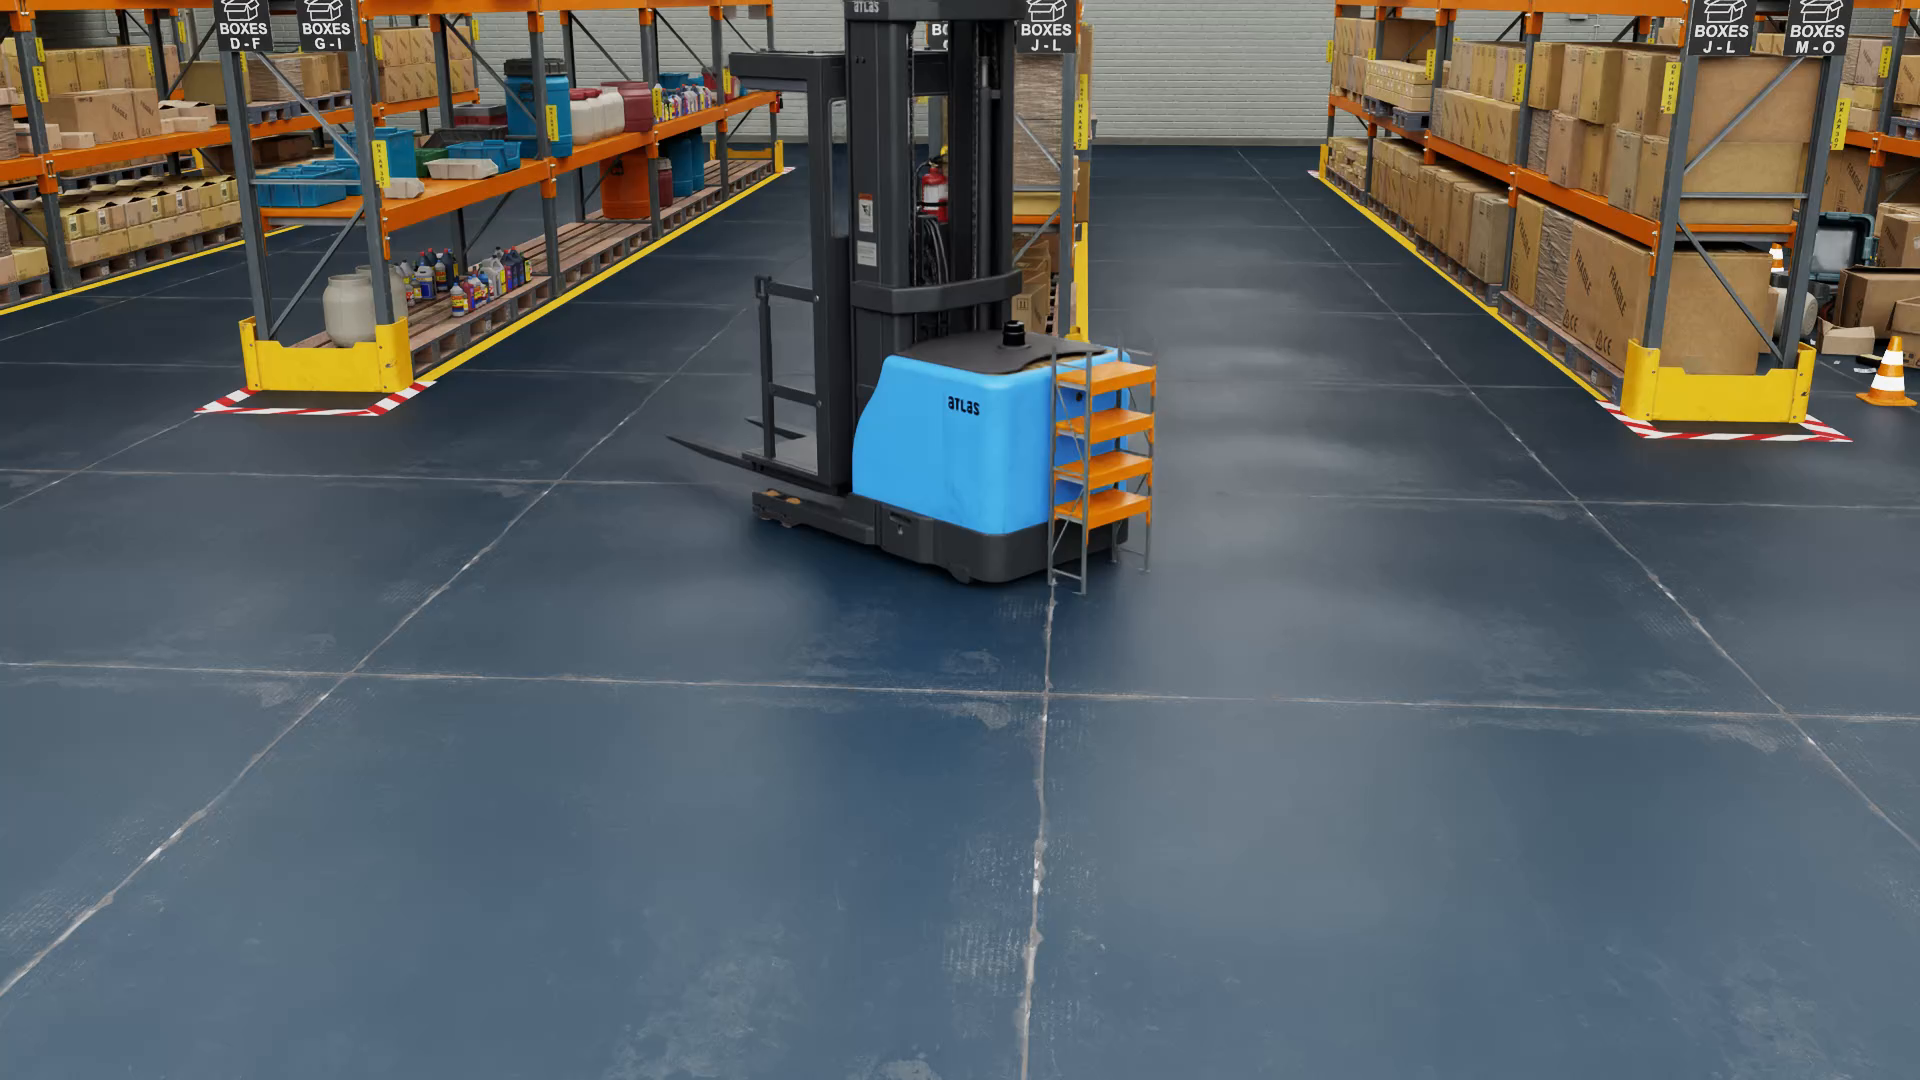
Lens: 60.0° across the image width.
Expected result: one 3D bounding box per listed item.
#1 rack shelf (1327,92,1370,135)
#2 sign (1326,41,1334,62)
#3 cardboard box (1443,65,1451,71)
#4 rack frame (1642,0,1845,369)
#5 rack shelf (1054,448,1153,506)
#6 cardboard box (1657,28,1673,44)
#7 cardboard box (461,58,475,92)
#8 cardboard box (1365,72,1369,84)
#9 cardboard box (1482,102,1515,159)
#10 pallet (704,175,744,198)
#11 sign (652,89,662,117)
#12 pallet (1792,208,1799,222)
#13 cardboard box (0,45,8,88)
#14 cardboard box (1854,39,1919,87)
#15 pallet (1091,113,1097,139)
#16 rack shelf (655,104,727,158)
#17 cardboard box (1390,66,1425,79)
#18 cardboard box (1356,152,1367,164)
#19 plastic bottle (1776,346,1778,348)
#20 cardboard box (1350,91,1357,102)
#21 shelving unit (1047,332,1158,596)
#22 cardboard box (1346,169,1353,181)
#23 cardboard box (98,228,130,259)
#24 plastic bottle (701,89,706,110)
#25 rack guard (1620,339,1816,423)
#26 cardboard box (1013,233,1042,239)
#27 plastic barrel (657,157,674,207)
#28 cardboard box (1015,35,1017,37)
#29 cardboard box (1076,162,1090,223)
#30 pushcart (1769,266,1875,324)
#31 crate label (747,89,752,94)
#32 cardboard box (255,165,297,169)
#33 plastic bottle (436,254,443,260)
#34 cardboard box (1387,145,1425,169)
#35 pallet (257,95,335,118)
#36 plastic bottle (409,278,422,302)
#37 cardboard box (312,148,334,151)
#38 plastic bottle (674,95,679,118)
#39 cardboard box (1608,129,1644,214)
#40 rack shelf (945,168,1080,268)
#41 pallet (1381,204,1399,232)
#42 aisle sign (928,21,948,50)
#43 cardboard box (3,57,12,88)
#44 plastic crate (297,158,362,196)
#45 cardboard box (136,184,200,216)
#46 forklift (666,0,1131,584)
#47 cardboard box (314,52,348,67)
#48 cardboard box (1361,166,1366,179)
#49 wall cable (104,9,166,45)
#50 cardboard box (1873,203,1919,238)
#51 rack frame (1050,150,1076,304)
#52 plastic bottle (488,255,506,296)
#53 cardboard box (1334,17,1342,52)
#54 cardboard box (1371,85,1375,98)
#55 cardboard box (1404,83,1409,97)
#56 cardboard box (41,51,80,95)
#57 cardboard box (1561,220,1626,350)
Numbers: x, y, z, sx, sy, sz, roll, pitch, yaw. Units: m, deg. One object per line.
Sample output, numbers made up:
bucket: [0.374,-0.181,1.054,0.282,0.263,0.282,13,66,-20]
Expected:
rack shelf: [6.226,-6.303,24.497,1.077,0.370,4.000,1,18,4]
sign: [5.829,-7.690,26.183,0.100,0.325,0.005,1,18,4]
cardboard box: [6.137,-5.769,20.486,0.380,0.149,0.250,1,18,3]
rack frame: [5.223,-2.297,11.116,1.000,3.000,0.127,1,18,4]
rack shelf: [0.697,-0.314,8.169,0.480,0.148,0.258,-17,25,-42]
cardboard box: [10.996,-7.567,25.433,0.500,0.500,0.500,1,18,3]
cardboard box: [-8.211,-7.533,26.934,0.500,0.500,0.500,2,18,6]
cardboard box: [5.596,-6.133,22.075,0.380,0.149,0.250,2,18,5]
cardboard box: [5.317,-3.912,15.883,0.500,0.500,0.500,1,18,3]
pallet: [-3.783,-5.181,24.395,1.003,0.211,1.213,1,18,4]
sign: [-3.535,-5.102,19.413,0.100,0.325,0.005,1,18,4]
pallet: [10.963,-3.998,20.786,1.003,0.211,1.213,1,18,4]
cardboard box: [-9.336,-4.430,15.380,0.700,0.500,0.500,1,18,4]
cardboard box: [10.517,-5.392,18.793,0.500,0.500,0.500,1,18,2]
pallet: [0.912,-4.609,18.479,1.213,0.211,1.003,1,18,4]
rack shelf: [-3.940,-5.314,21.477,1.077,0.370,4.000,1,18,4]
cardboard box: [5.469,-5.708,20.301,0.380,0.149,0.250,2,18,7]
cardboard box: [5.838,-5.425,23.612,0.380,0.149,0.250,1,18,3]
plastic bottle: [6.800,-1.552,13.561,0.283,0.061,0.133,-5,19,-15]
cardboard box: [5.910,-6.486,24.302,0.380,0.149,0.250,2,18,5]
shelving unit: [0.697,-0.377,8.148,0.503,1.200,0.258,-17,25,-42]
cardboard box: [5.845,-5.320,24.244,0.380,0.149,0.250,1,18,4]
cardboard box: [-8.997,-3.075,17.232,0.500,0.250,0.500,2,18,5]
plastic bottle: [-3.529,-5.974,22.538,0.152,0.276,0.135,1,18,4]
rack guard: [5.221,-1.102,11.482,1.175,0.500,0.348,1,18,4]
cardboard box: [0.501,-2.570,15.288,0.500,0.500,0.500,1,18,2]
plastic barrel: [-3.985,-4.591,21.315,0.600,0.588,0.708,1,18,4]
cardboard box: [0.249,-4.056,14.240,0.500,0.500,0.500,1,18,4]
cardboard box: [0.927,-4.327,20.050,1.225,0.875,0.875,0,18,1]
pushcart: [8.176,-2.249,15.182,1.648,0.377,0.936,-5,19,-15]
crate label: [-3.419,-6.988,25.759,0.396,0.136,0.243,1,18,4]
cardboard box: [-8.675,-4.465,21.040,0.500,0.500,0.500,1,18,2]
plastic bottle: [-4.827,-2.516,15.453,0.152,0.276,0.135,2,18,6]
cardboard box: [5.690,-4.845,21.026,0.500,0.250,0.500,2,18,6]
pallet: [-8.889,-5.659,21.684,1.003,0.211,1.213,1,18,4]
plastic bottle: [-4.776,-2.192,14.584,0.097,0.201,0.097,0,18,0]
cardboard box: [-9.015,-5.265,23.481,0.500,0.500,0.500,0,18,1]
plastic bottle: [-3.612,-5.494,21.080,0.097,0.271,0.097,0,18,0]
cardboard box: [5.222,-2.656,11.970,0.875,0.550,0.550,1,18,4]
rack shelf: [0.426,-2.718,13.557,1.077,0.370,4.000,1,18,4]
pallet: [5.944,-4.077,21.026,1.003,0.211,1.213,1,18,4]
aisle sign: [-0.021,-3.662,11.106,0.394,0.787,0.004,1,18,4]
cardboard box: [-13.487,-6.388,22.932,0.500,0.500,0.500,1,18,4]
plastic crate: [-4.868,-2.843,13.020,0.499,0.251,0.408,1,18,4]
cardboard box: [-8.886,-3.819,18.601,0.500,0.311,0.500,1,18,4]
forklift: [-0.508,-1.556,8.964,1.130,2.935,3.031,-17,25,-41]
cardboard box: [-8.959,-7.074,23.927,0.500,0.500,0.500,1,18,4]
cardboard box: [5.789,-5.115,23.142,0.380,0.149,0.250,2,18,5]
wall cable: [-14.244,-8.642,28.847,0.084,1.984,1.851,1,18,4]
cardboard box: [10.690,-3.478,18.266,0.950,0.372,0.625,0,18,0]
rack frame: [0.570,-3.681,15.341,1.000,3.000,0.127,1,18,4]
plastic bottle: [-4.166,-2.376,14.904,0.144,0.351,0.185,1,18,4]
cardboard box: [6.073,-7.797,25.656,0.500,0.500,0.500,1,18,4]
cardboard box: [5.560,-5.828,21.621,0.380,0.149,0.250,1,18,4]
cardboard box: [5.395,-5.250,19.378,0.380,0.149,0.250,2,18,6]
cardboard box: [-13.623,-6.808,24.402,0.980,0.700,0.700,2,18,5]
cardboard box: [5.267,-1.972,12.862,0.875,0.875,0.875,1,18,3]
